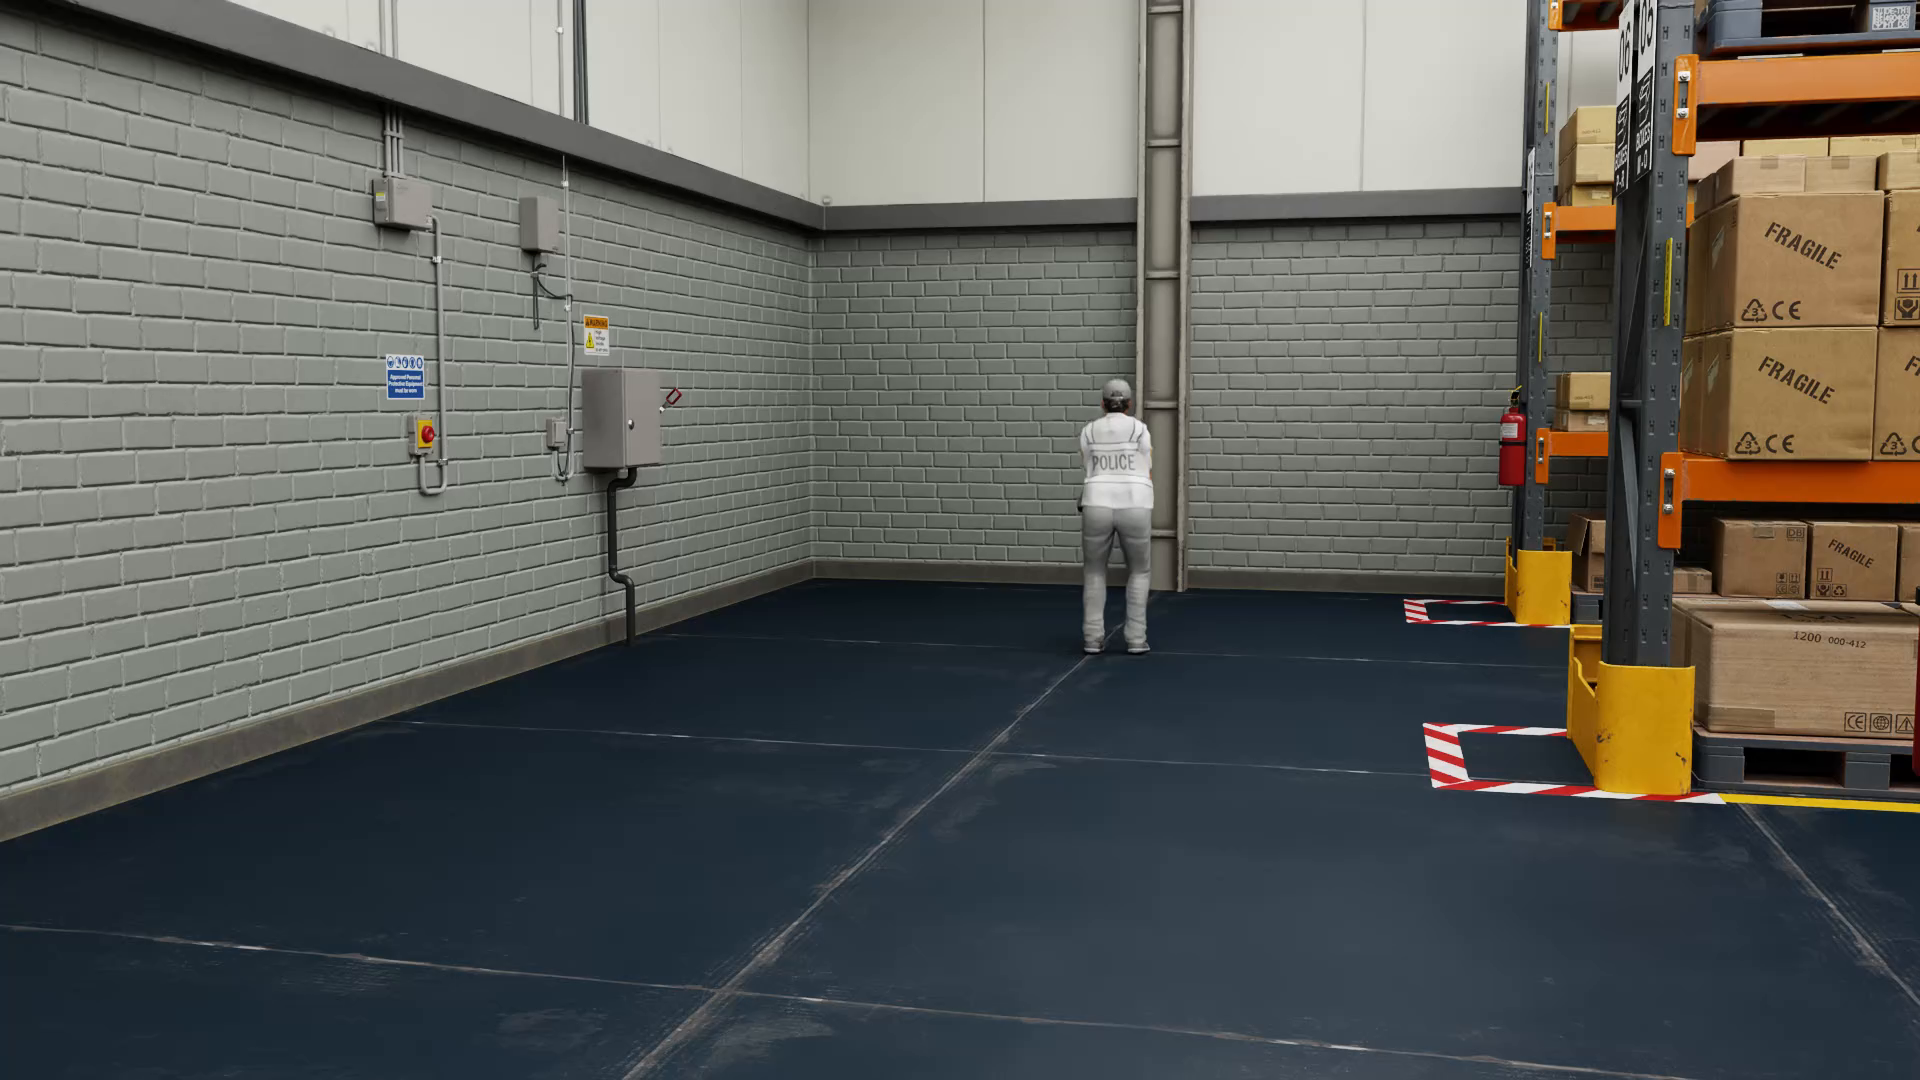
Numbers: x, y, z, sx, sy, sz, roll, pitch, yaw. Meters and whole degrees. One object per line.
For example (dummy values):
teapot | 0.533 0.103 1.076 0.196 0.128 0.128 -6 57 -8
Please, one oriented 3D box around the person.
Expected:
person | 0.947 -0.143 10.020 0.452 1.657 0.563 1 5 13
